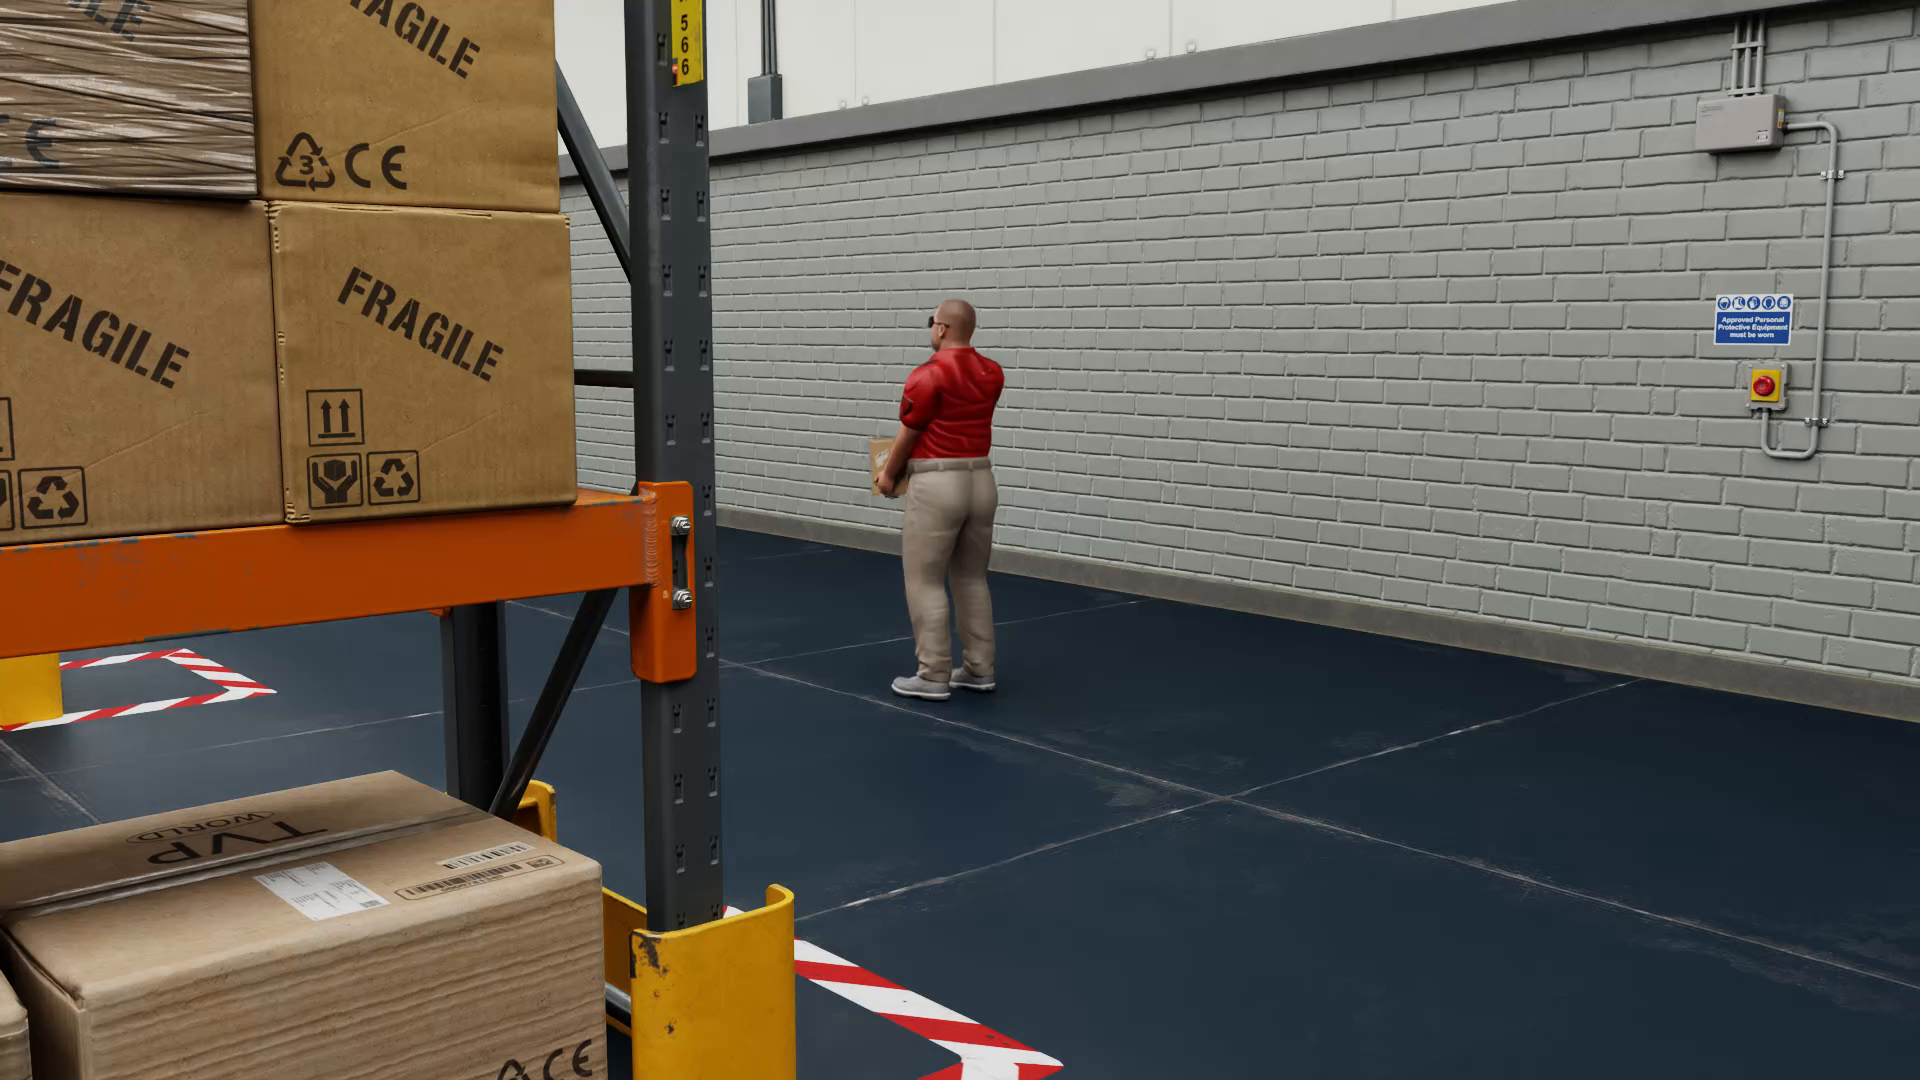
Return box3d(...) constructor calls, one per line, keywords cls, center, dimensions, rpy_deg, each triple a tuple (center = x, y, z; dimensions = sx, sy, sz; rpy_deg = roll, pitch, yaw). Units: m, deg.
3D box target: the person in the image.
box3d(cls="person", center=(-0.116, -0.184, 7.280), dimensions=(0.501, 1.723, 0.527), rpy_deg=(-6, 10, -41))
